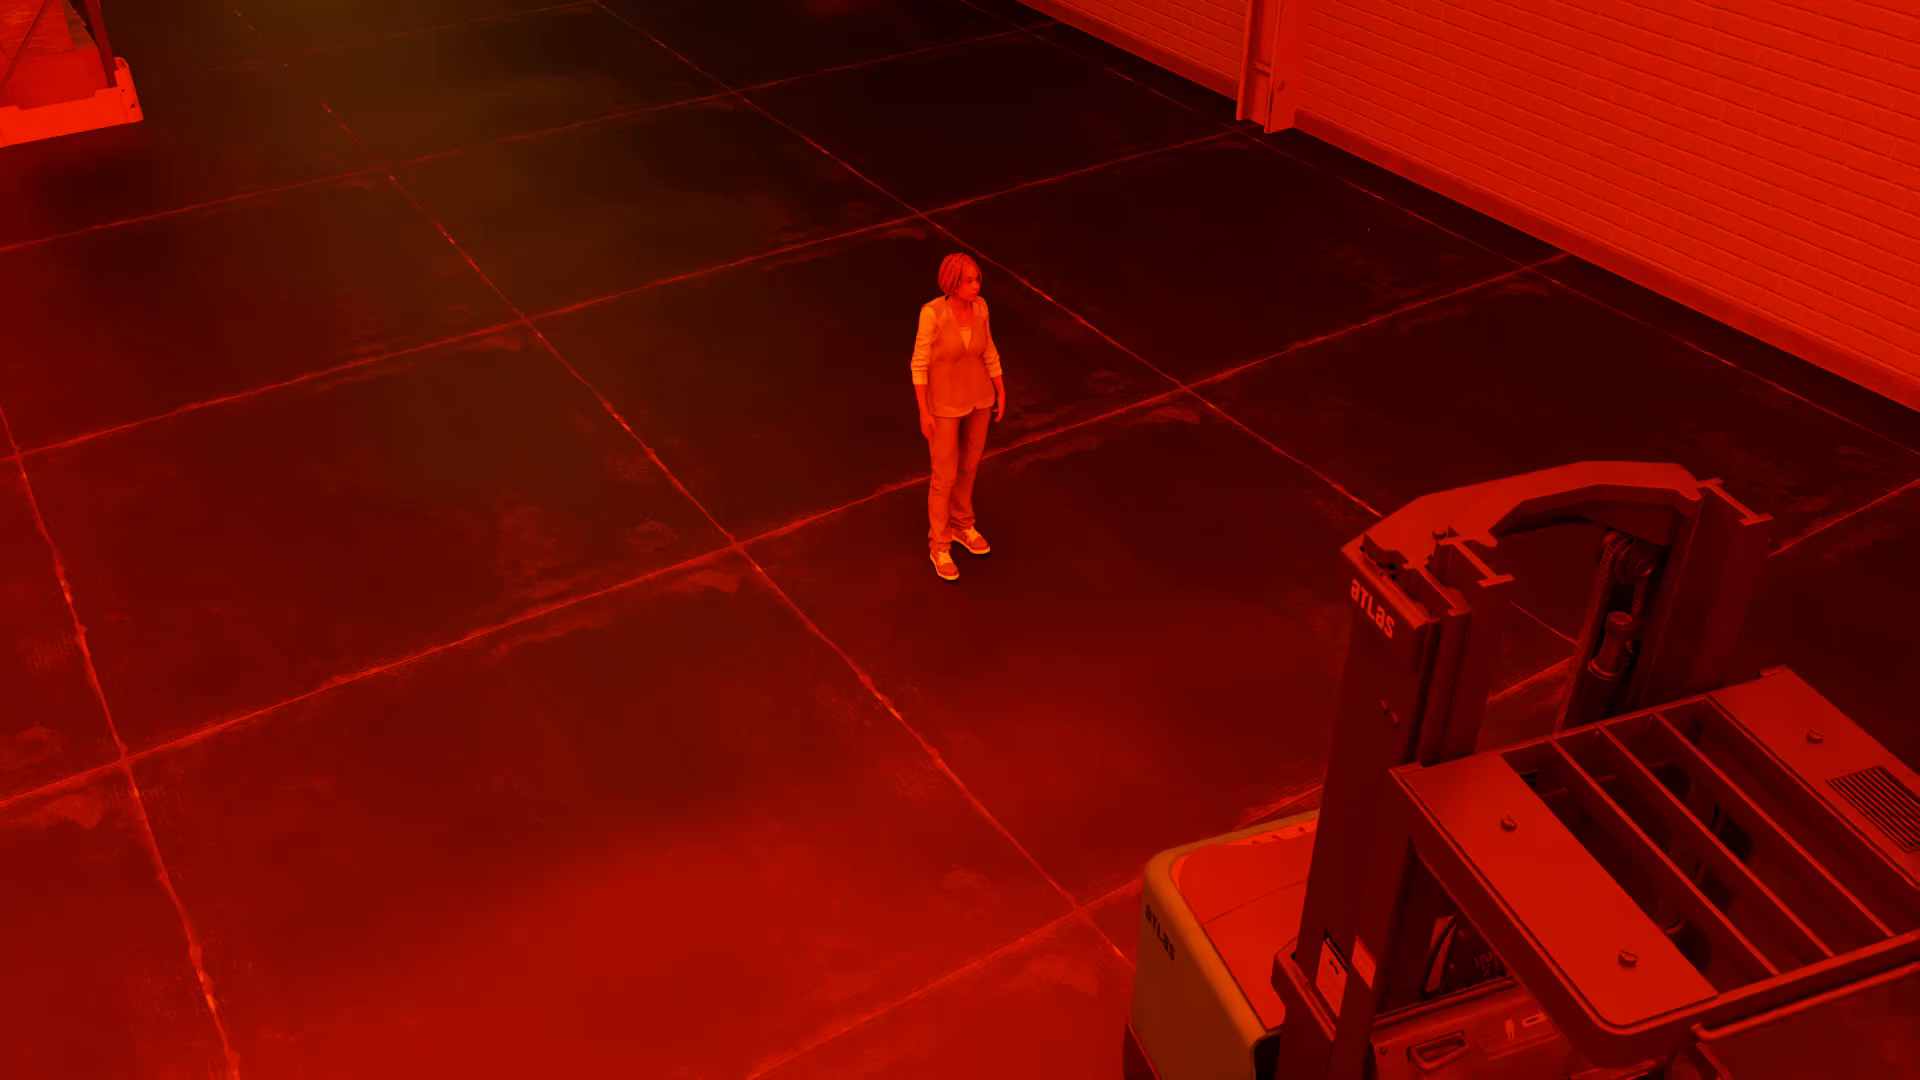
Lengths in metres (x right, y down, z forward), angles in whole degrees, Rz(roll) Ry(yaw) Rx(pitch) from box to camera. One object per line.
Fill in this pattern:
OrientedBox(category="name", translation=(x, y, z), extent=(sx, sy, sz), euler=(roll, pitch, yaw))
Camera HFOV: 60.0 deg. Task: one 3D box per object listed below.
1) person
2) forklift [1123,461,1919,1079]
OrientedBox(category="person", translation=(0.028, -0.620, 8.177), extent=(0.520, 1.597, 0.475), euler=(-21, 40, -27))
OrientedBox(category="forklift", translation=(1.553, 1.404, 4.150), extent=(1.130, 2.935, 3.031), euler=(-12, 37, -16))
